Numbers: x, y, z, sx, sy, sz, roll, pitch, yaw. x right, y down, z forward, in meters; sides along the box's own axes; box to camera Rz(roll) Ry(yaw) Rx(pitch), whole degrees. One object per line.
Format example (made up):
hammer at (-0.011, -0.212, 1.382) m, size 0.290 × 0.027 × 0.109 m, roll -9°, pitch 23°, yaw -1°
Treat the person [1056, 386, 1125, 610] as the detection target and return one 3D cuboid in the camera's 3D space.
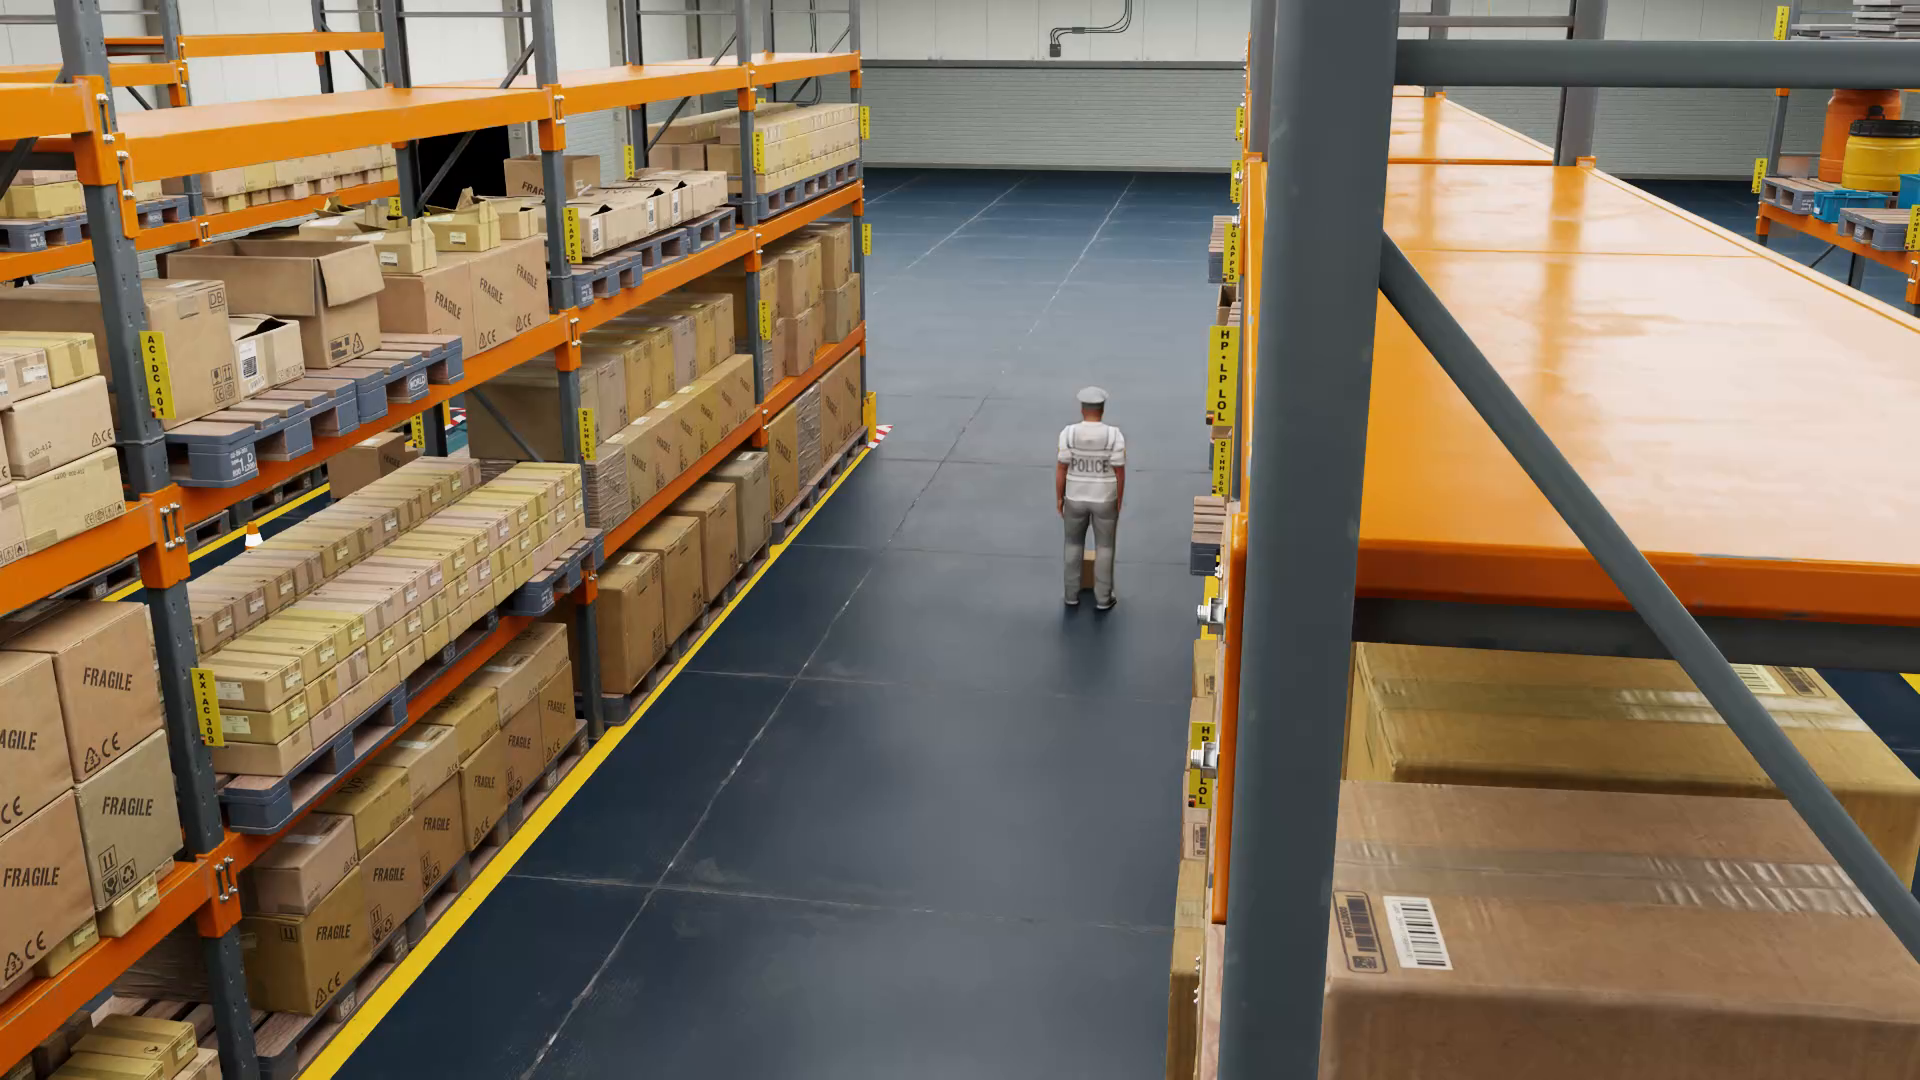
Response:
person at (1.027, -0.333, 13.062) m, size 0.535 × 1.759 × 0.431 m, roll 3°, pitch 18°, yaw 10°
